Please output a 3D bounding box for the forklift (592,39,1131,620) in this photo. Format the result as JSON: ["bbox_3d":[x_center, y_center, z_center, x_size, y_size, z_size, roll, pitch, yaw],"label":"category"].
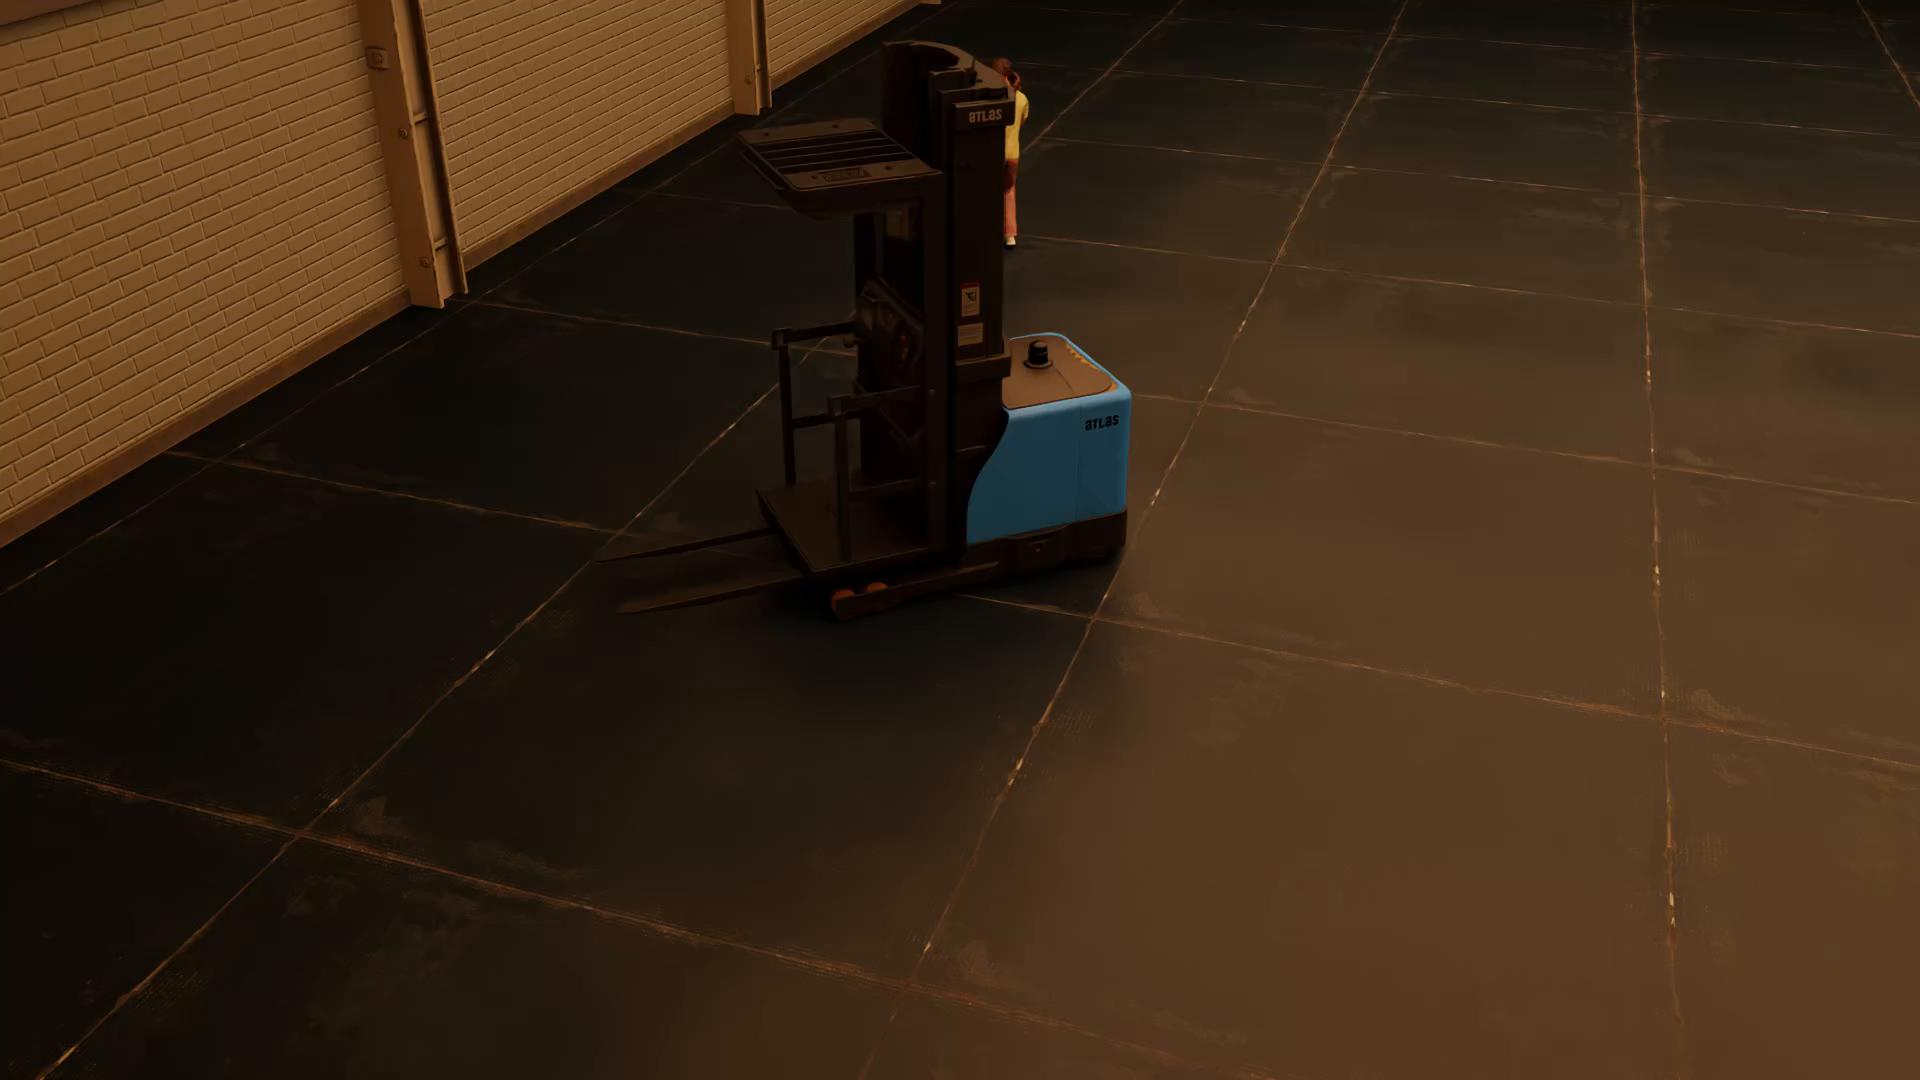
[{"bbox_3d":[-0.578,-1.125,9.111,3.031,2.935,1.130,-12,32,-20],"label":"forklift"}]

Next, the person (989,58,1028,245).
[{"bbox_3d":[0.349,-3.307,14.314,0.590,1.647,0.697,-12,32,-21],"label":"person"}]
